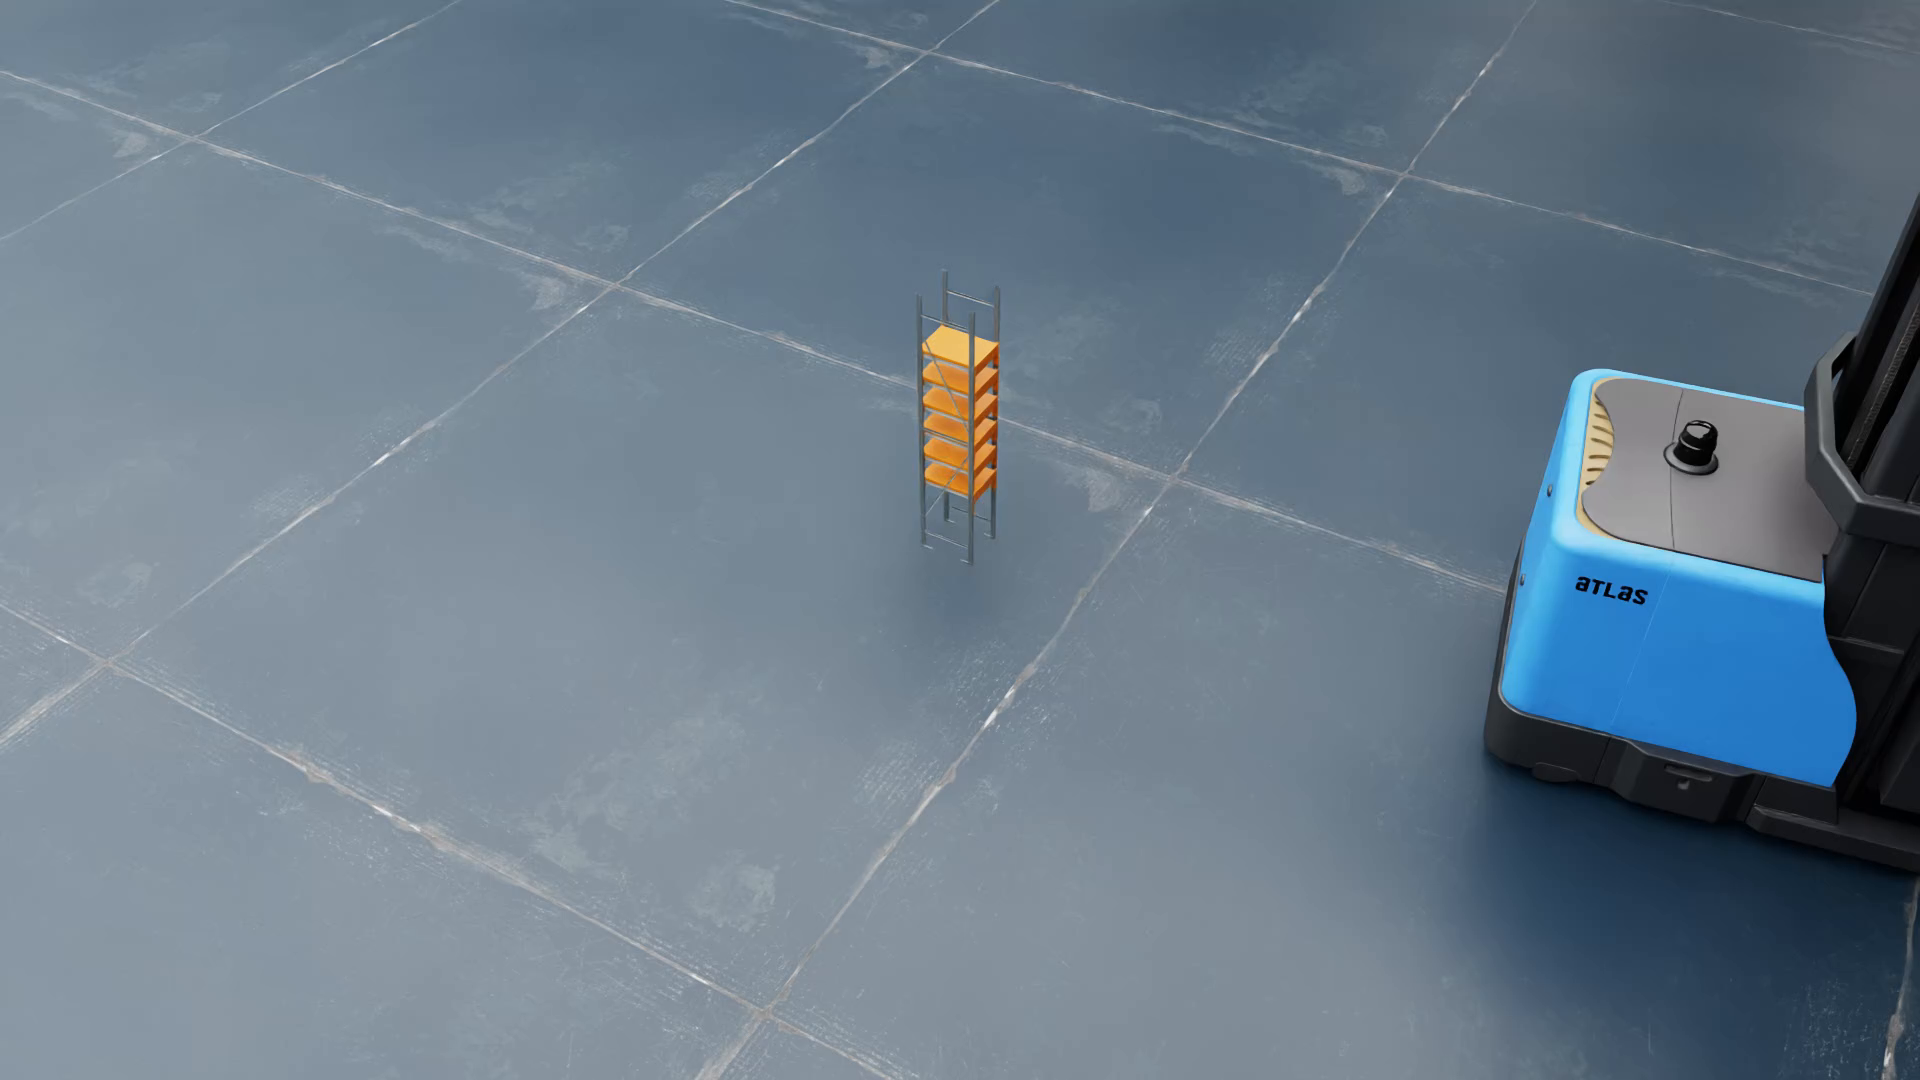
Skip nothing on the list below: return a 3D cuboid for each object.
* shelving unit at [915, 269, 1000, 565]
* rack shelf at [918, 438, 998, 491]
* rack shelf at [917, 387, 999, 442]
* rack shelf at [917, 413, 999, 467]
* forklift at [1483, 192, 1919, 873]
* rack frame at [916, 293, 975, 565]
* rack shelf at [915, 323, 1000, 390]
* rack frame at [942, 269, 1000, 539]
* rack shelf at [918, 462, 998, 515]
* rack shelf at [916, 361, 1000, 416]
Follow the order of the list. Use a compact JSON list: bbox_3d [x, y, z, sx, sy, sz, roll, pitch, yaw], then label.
[{"bbox_3d":[-0.007,-0.442,6.344,0.258,1.200,0.189,21,45,22],"label":"shelving unit"},{"bbox_3d":[-0.007,-0.319,6.453,0.258,0.103,0.180,21,45,22],"label":"rack shelf"},{"bbox_3d":[-0.007,-0.499,6.294,0.258,0.103,0.180,21,45,22],"label":"rack shelf"},{"bbox_3d":[-0.007,-0.409,6.373,0.258,0.103,0.180,21,45,22],"label":"rack shelf"},{"bbox_3d":[3.412,-0.281,4.851,3.031,2.935,1.130,13,43,15],"label":"forklift"},{"bbox_3d":[-0.053,-0.390,6.285,0.240,1.200,0.006,21,45,22],"label":"rack frame"},{"bbox_3d":[-0.007,-0.679,6.136,0.258,0.103,0.180,21,45,22],"label":"rack shelf"},{"bbox_3d":[0.039,-0.494,6.404,0.240,1.200,0.006,21,45,22],"label":"rack frame"},{"bbox_3d":[-0.007,-0.229,6.532,0.258,0.103,0.180,21,45,22],"label":"rack shelf"},{"bbox_3d":[-0.007,-0.589,6.215,0.258,0.103,0.180,21,45,22],"label":"rack shelf"}]
